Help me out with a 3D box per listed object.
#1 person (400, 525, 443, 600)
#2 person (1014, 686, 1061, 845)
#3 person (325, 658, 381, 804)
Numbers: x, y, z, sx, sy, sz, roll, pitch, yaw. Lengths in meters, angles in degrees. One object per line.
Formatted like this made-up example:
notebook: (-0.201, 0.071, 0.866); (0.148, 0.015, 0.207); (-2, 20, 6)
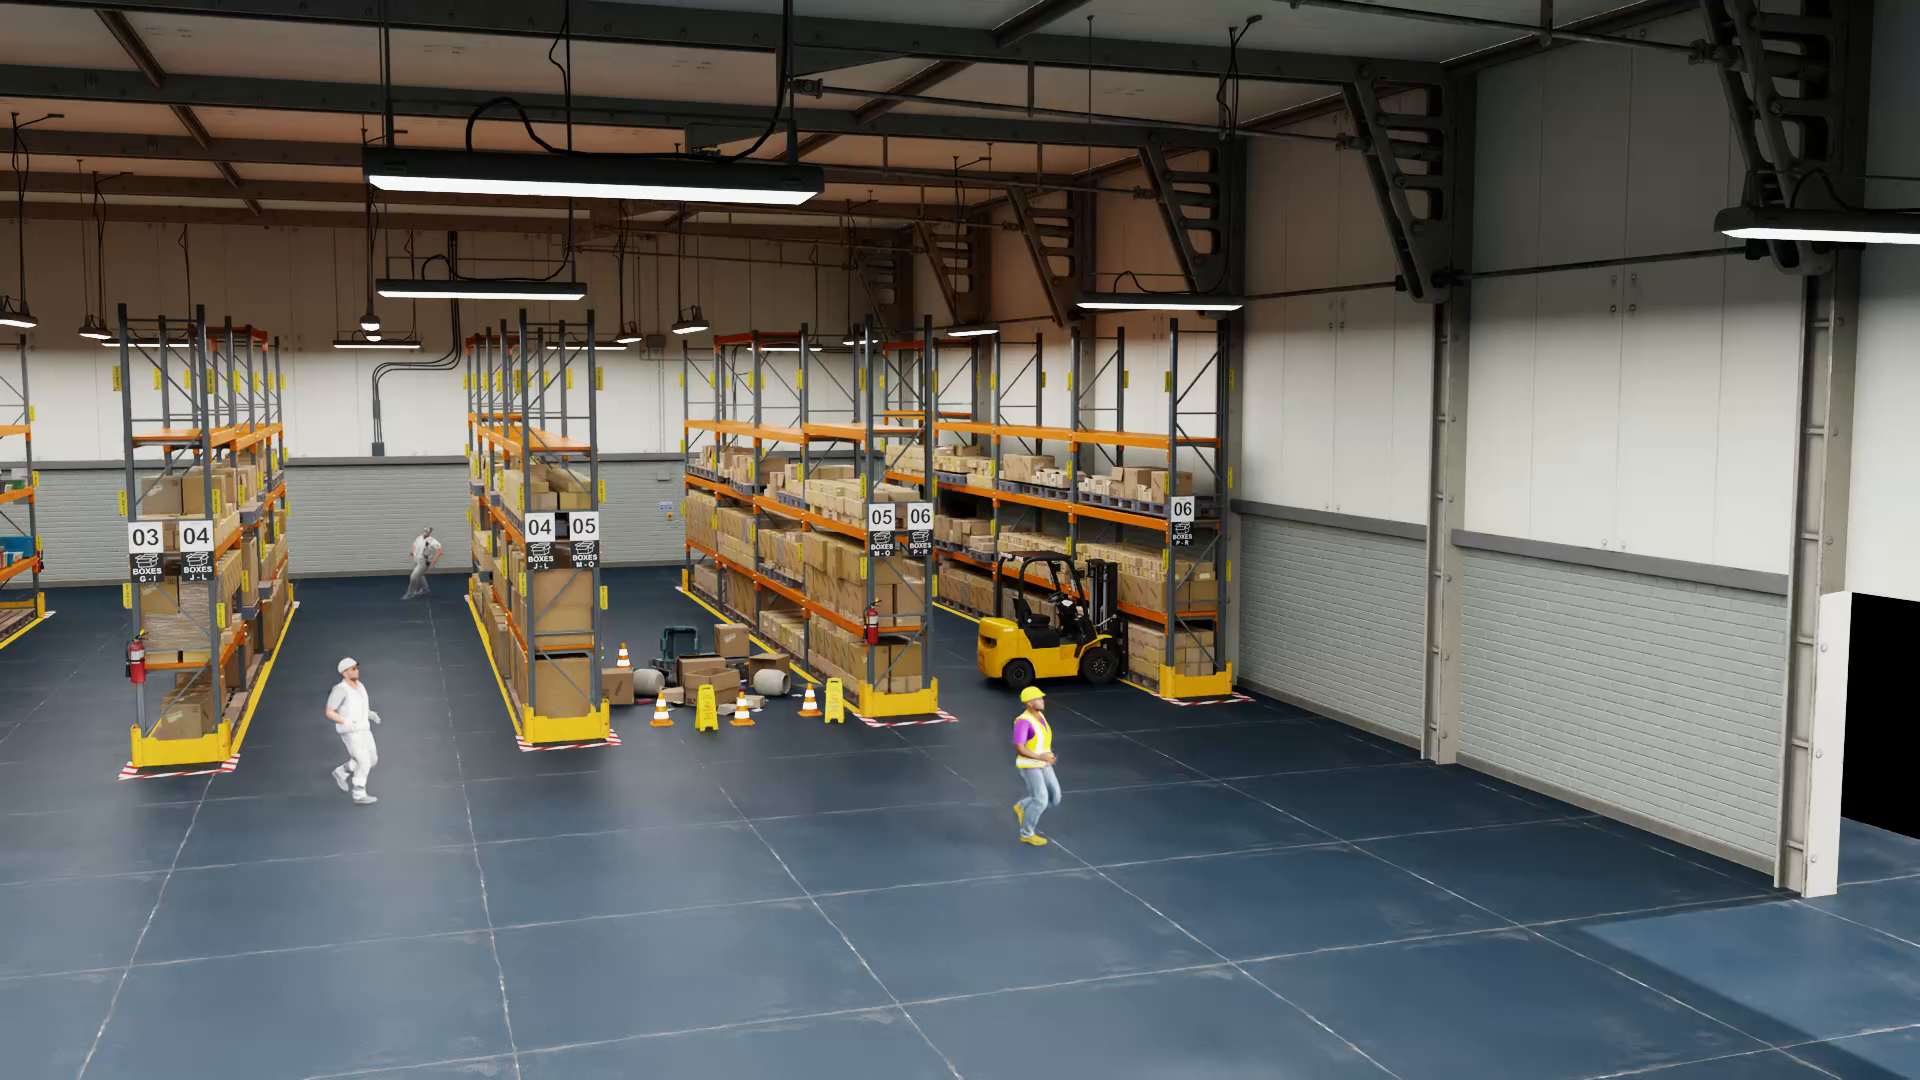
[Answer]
person: (-12.563, 0.510, 38.533); (0.886, 1.728, 0.814); (-5, 7, -43)
person: (0.821, 2.440, 18.033); (0.582, 1.723, 0.700); (2, 6, 24)
person: (-7.235, 2.265, 19.759); (0.631, 1.739, 0.657); (1, 6, 15)
